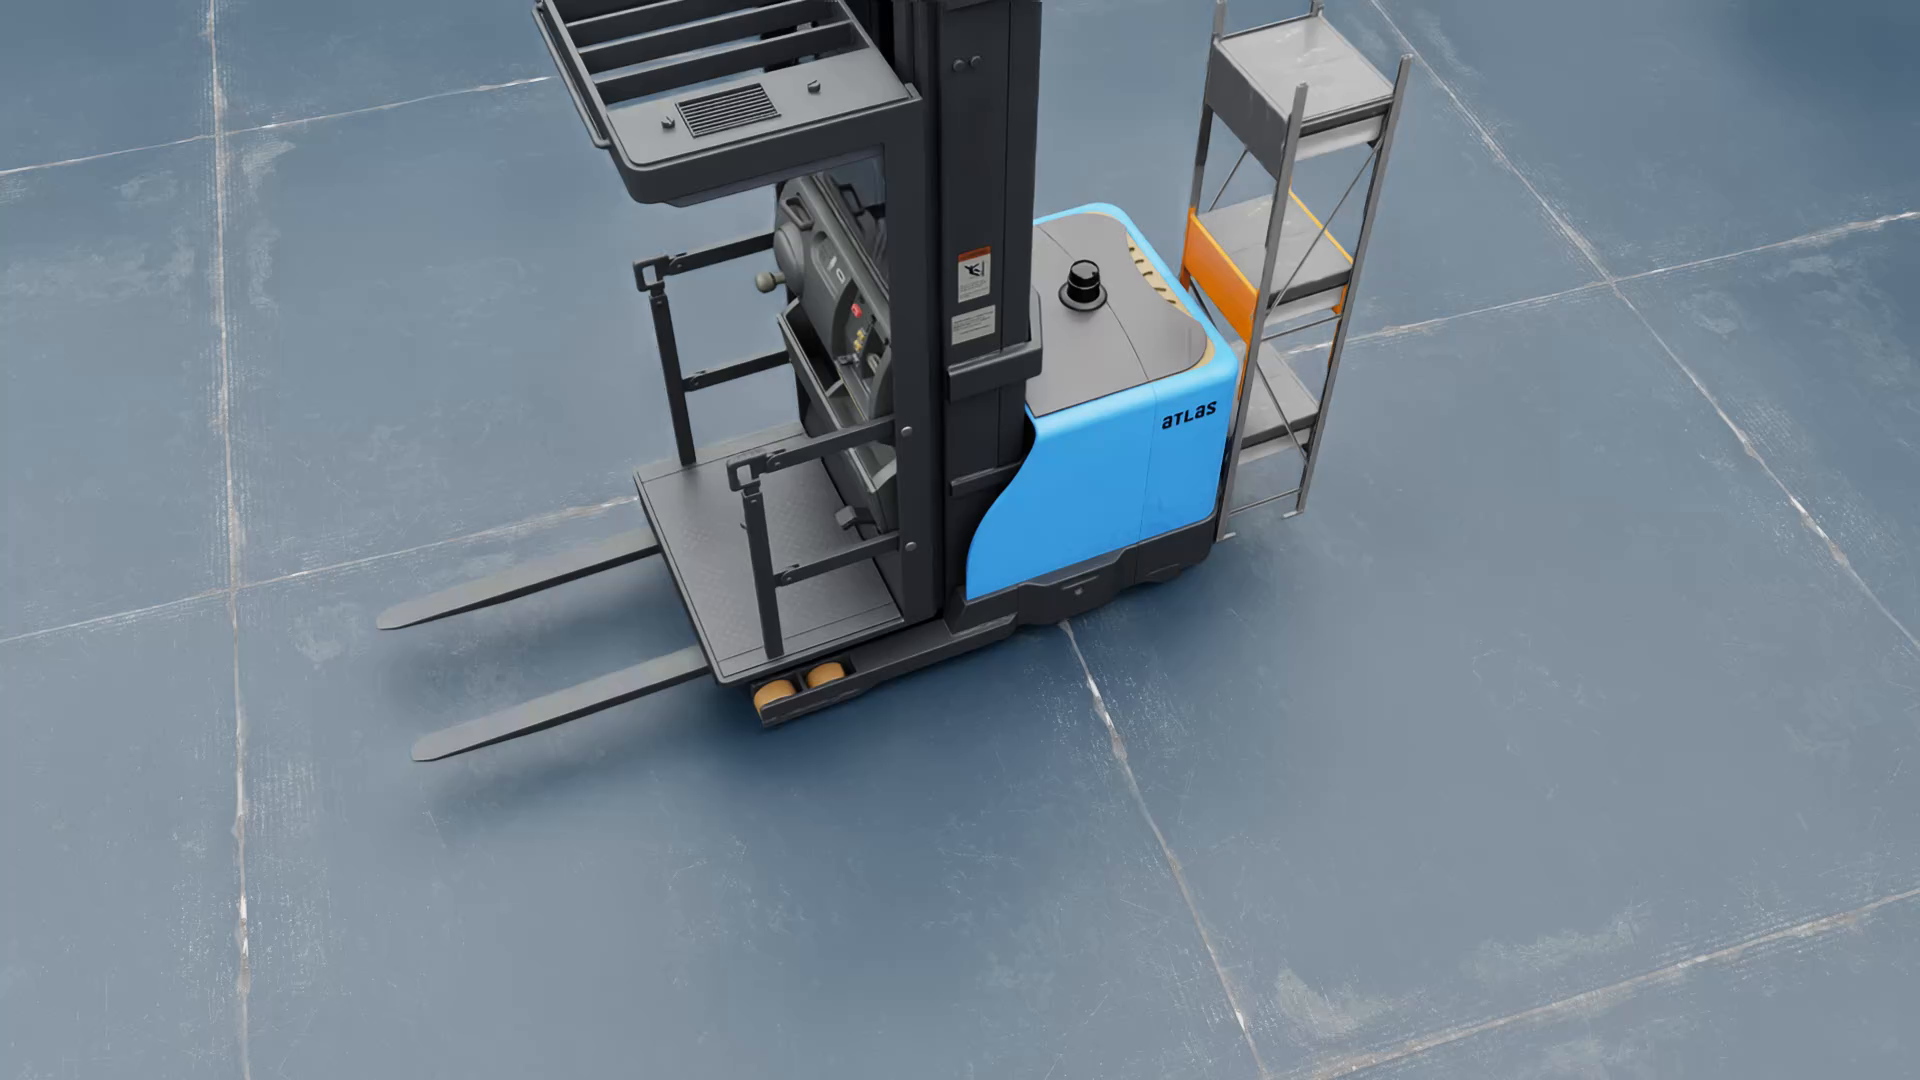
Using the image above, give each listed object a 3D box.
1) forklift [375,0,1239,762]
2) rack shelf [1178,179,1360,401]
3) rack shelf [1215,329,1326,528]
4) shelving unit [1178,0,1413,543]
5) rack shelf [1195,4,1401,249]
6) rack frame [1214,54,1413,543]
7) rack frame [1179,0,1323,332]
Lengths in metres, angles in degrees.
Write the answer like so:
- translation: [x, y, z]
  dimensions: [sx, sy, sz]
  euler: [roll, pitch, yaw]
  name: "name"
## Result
- translation: [-0.594, -0.748, 5.253]
  dimensions: [3.031, 2.935, 1.130]
  euler: [-18, 52, -15]
  name: "forklift"
- translation: [1.087, -0.892, 5.937]
  dimensions: [0.431, 0.518, 0.480]
  euler: [-18, 52, -15]
  name: "rack shelf"
- translation: [1.087, -0.441, 6.472]
  dimensions: [0.431, 0.518, 0.480]
  euler: [-18, 52, -15]
  name: "rack shelf"
- translation: [1.087, -0.901, 5.926]
  dimensions: [0.431, 2.100, 0.503]
  euler: [-18, 52, -15]
  name: "shelving unit"
- translation: [1.087, -1.344, 5.401]
  dimensions: [0.431, 0.518, 0.480]
  euler: [-18, 52, -15]
  name: "rack shelf"
- translation: [1.184, -0.730, 5.782]
  dimensions: [0.400, 2.100, 0.015]
  euler: [-18, 52, -15]
  name: "rack frame"
- translation: [0.989, -1.072, 6.070]
  dimensions: [0.400, 2.100, 0.015]
  euler: [-18, 52, -15]
  name: "rack frame"
